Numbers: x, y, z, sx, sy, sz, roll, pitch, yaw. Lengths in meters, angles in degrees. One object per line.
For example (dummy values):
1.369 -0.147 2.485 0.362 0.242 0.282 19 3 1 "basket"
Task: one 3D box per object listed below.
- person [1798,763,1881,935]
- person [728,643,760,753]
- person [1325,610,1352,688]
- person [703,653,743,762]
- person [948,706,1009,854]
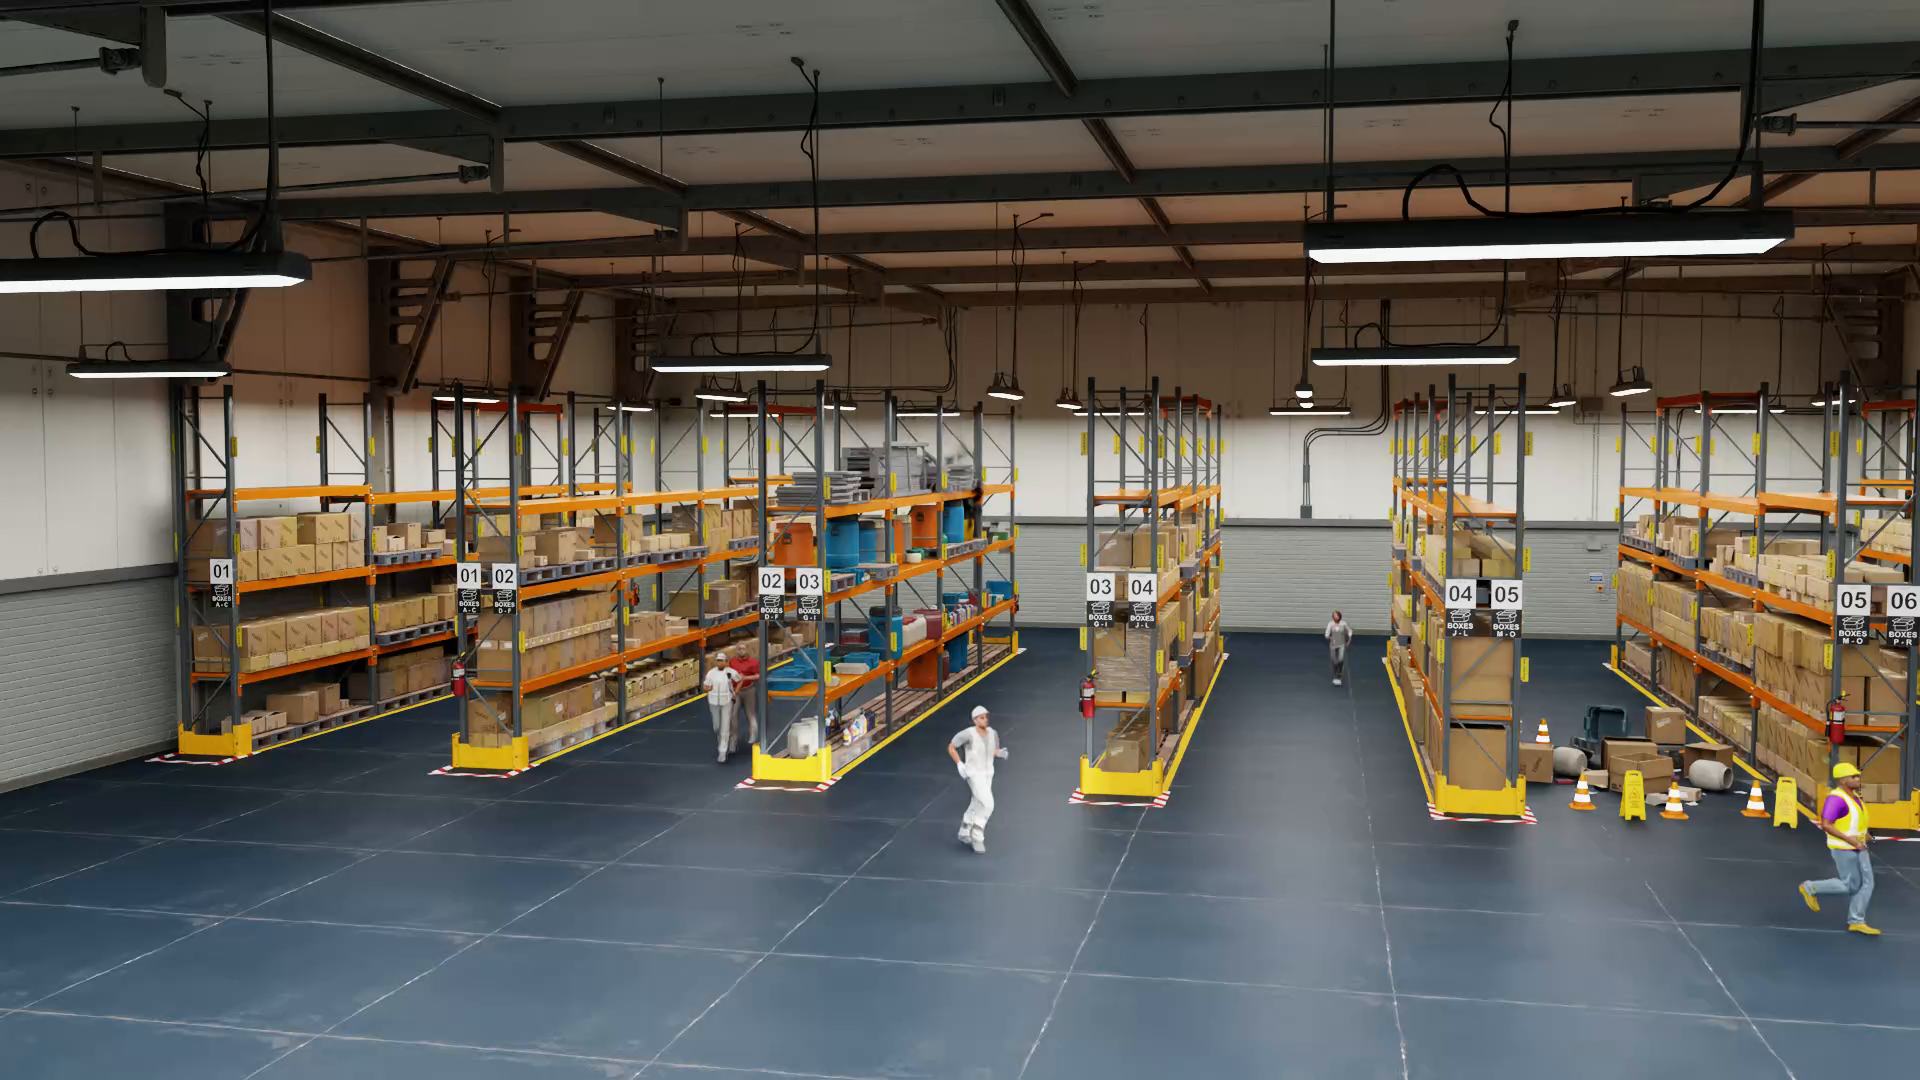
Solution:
9.165 3.171 17.244 0.698 1.734 0.787 -3 4 -40 "person"
-3.600 2.593 27.595 0.640 1.786 0.837 0 3 9 "person"
7.904 2.270 34.779 0.543 1.596 0.672 1 3 19 "person"
-3.833 2.653 26.720 0.605 1.679 0.853 0 3 6 "person"
0.265 2.969 20.643 0.616 1.832 0.746 -3 4 -45 "person"
